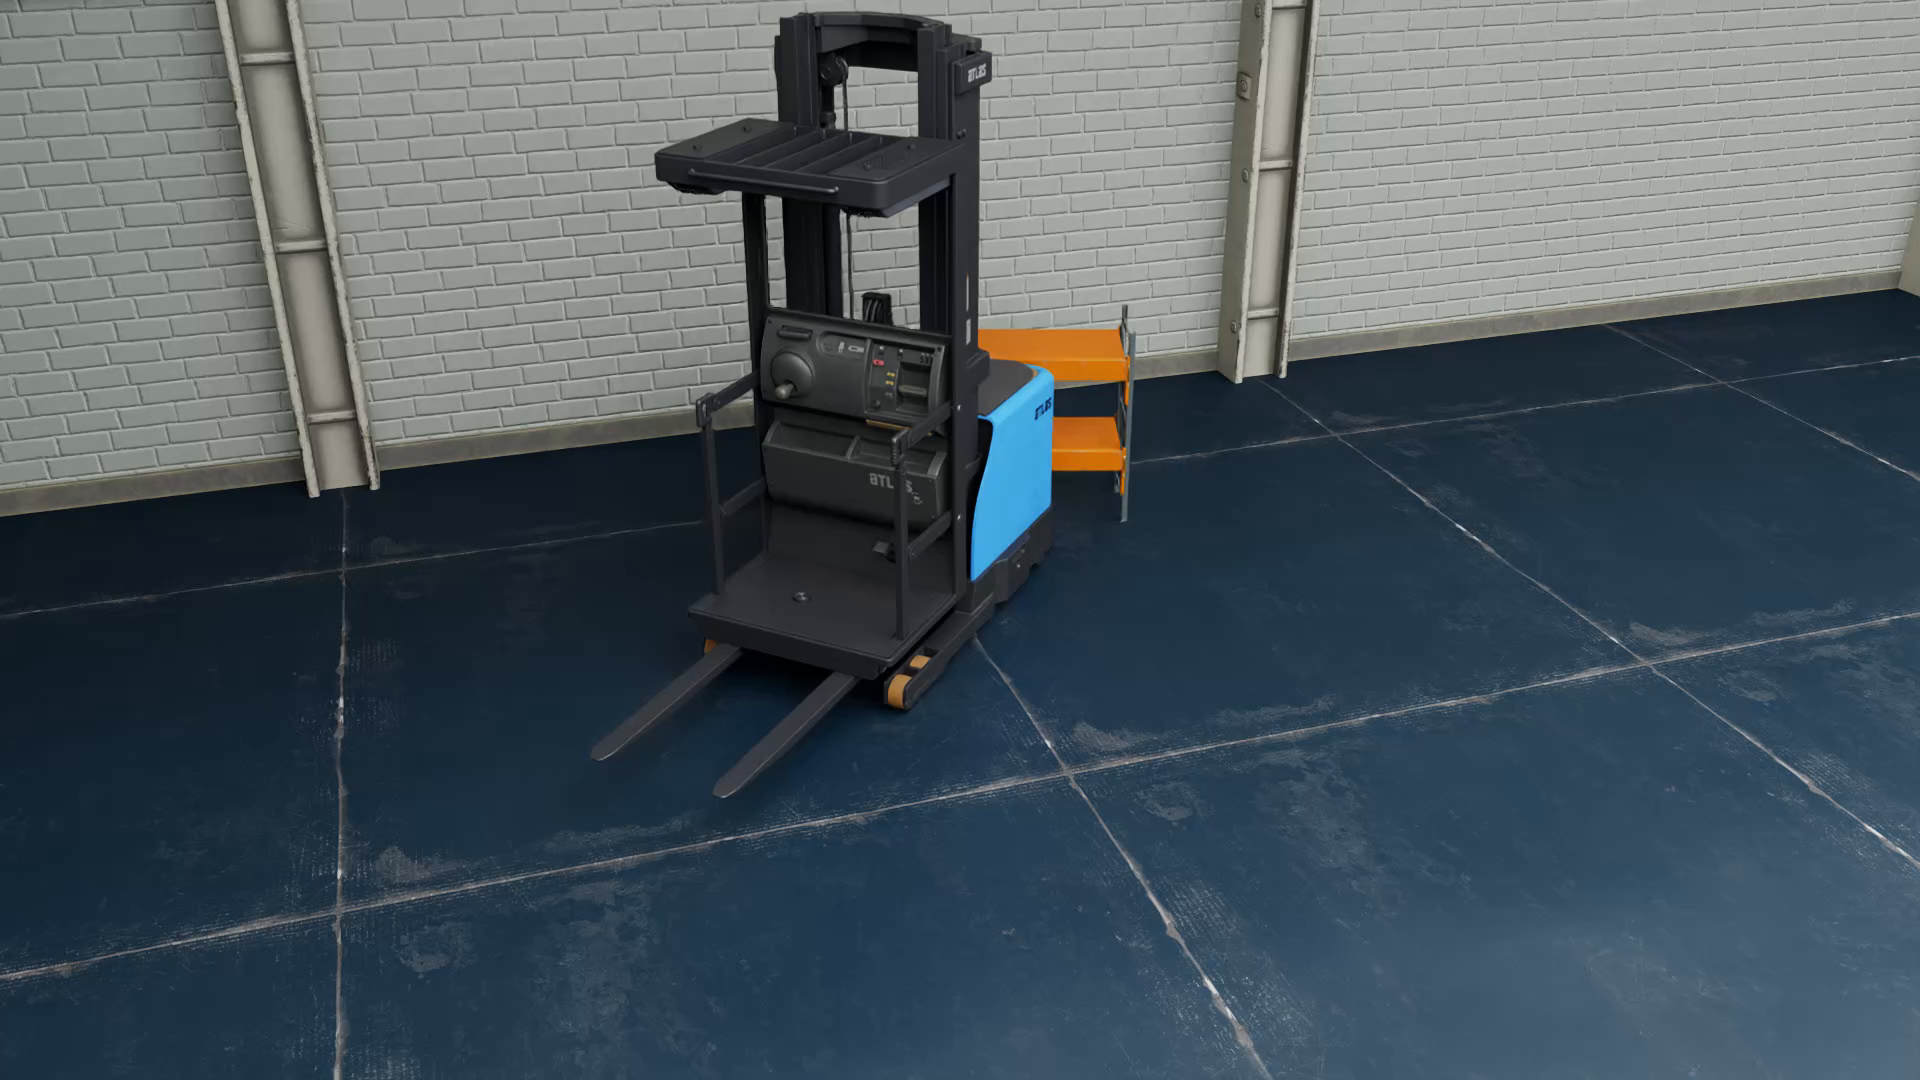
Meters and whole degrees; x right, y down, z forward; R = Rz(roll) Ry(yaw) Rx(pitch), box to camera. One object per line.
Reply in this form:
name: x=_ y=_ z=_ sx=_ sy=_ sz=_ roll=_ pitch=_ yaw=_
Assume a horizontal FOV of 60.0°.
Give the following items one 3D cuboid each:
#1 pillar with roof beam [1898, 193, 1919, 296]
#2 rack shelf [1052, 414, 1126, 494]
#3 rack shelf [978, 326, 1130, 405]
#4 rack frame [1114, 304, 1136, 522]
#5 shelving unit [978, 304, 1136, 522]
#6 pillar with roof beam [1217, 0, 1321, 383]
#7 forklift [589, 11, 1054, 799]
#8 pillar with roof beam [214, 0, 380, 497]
pillar with roof beam: x=9.067 y=-4.204 z=7.599 sx=0.400 sy=9.000 sz=9.100 roll=-8 pitch=28 yaw=-16
rack shelf: x=0.424 y=-0.500 z=9.541 sx=1.000 sy=0.278 sz=0.538 roll=0 pitch=26 yaw=0
rack shelf: x=0.424 y=-0.981 z=9.303 sx=1.000 sy=0.278 sz=0.538 roll=0 pitch=26 yaw=0
rack frame: x=0.932 y=-0.719 z=9.434 sx=0.032 sy=1.125 sz=0.500 roll=0 pitch=26 yaw=0
shelving unit: x=0.424 y=-0.719 z=9.433 sx=1.048 sy=1.125 sz=0.538 roll=0 pitch=26 yaw=0
pillar with roof beam: x=3.362 y=-3.378 z=5.935 sx=0.400 sy=9.000 sz=9.100 roll=-8 pitch=28 yaw=-16
forklift: x=-0.591 y=-0.750 z=7.464 sx=1.130 sy=2.935 sz=3.031 roll=12 pitch=29 yaw=23
pillar with roof beam: x=-2.343 y=-2.552 z=4.270 sx=0.400 sy=9.000 sz=9.100 roll=-8 pitch=28 yaw=-16
